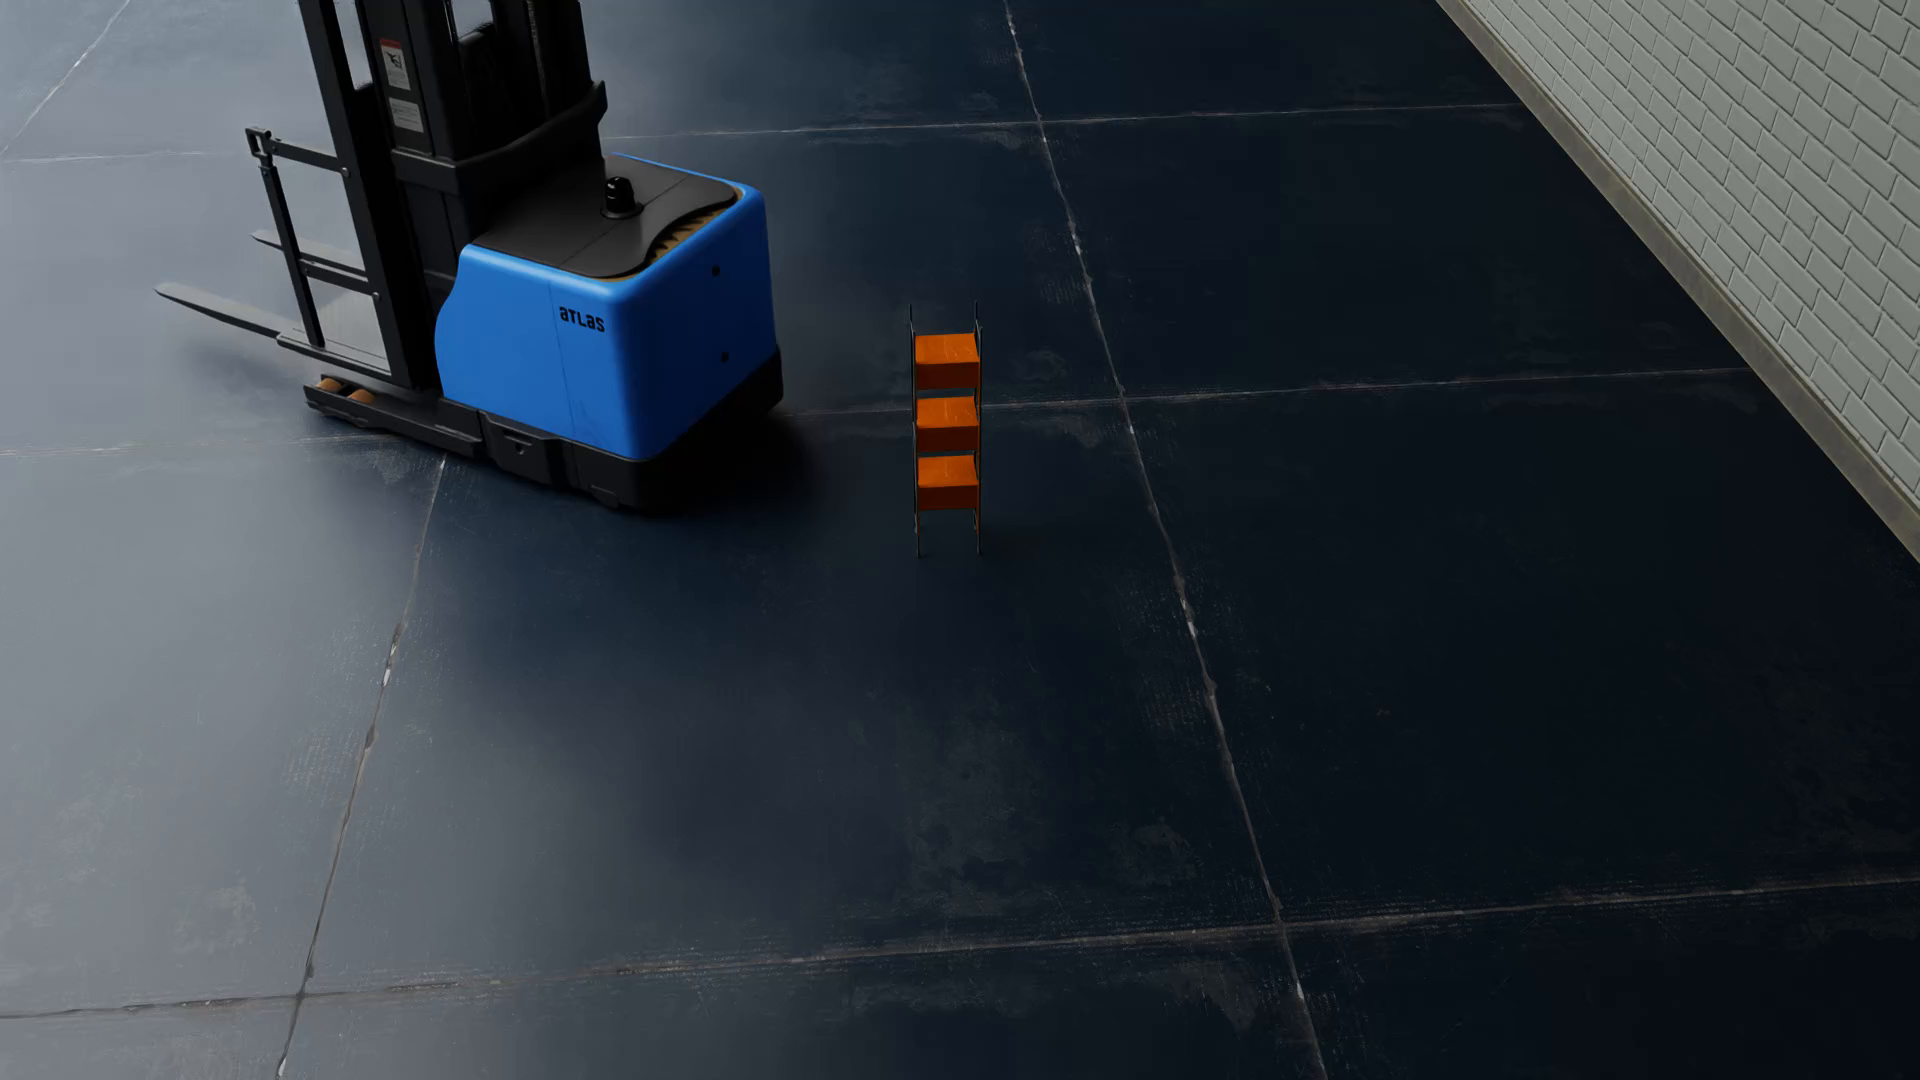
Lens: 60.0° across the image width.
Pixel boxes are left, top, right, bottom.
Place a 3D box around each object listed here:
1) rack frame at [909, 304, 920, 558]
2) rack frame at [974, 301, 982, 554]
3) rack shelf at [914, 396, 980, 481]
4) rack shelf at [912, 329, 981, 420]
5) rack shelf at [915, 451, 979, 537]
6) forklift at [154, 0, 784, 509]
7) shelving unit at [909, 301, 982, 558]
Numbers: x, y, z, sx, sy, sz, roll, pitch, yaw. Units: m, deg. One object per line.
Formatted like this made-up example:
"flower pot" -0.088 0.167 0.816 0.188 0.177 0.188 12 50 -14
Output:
"rack frame" -0.175 -0.403 6.413 0.008 1.050 0.200 -3 38 -4
"rack frame" 0.068 -0.416 6.430 0.008 1.050 0.200 -3 38 -4
"rack shelf" -0.053 -0.401 6.428 0.240 0.259 0.215 -3 38 -4
"rack shelf" -0.053 -0.624 6.252 0.240 0.259 0.215 -3 38 -4
"rack shelf" -0.053 -0.183 6.600 0.240 0.259 0.215 -3 38 -4
"forklift" -2.339 -1.919 6.816 3.031 2.935 1.130 18 42 21
"shelving unit" -0.053 -0.409 6.421 0.252 1.050 0.215 -3 38 -4
